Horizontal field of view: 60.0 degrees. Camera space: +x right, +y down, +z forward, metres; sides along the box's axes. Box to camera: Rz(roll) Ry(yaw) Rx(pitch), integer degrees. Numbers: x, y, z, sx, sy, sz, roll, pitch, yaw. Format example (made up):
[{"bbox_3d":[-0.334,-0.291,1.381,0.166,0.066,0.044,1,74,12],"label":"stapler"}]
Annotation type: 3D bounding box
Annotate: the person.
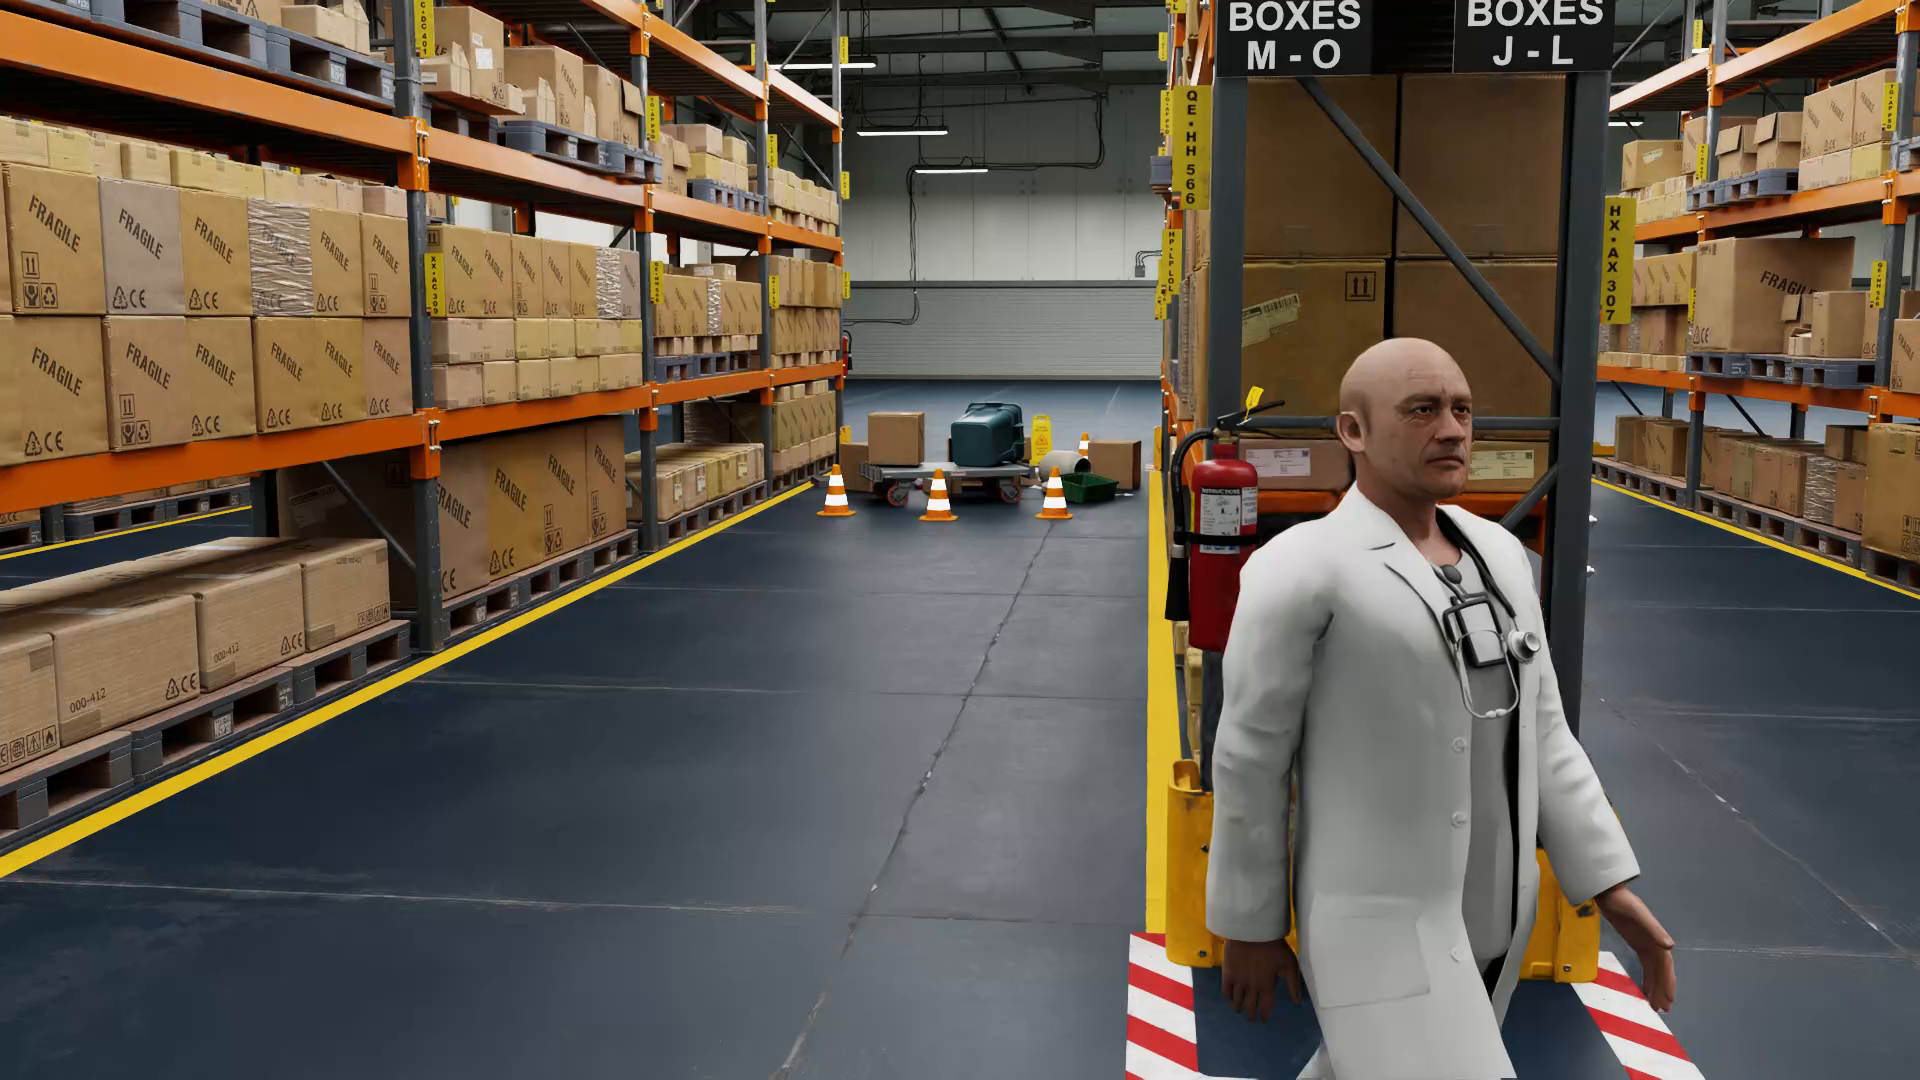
[{"bbox_3d":[0.729,0.568,2.461,0.572,1.722,1.104,-6,9,-36],"label":"person"}]
